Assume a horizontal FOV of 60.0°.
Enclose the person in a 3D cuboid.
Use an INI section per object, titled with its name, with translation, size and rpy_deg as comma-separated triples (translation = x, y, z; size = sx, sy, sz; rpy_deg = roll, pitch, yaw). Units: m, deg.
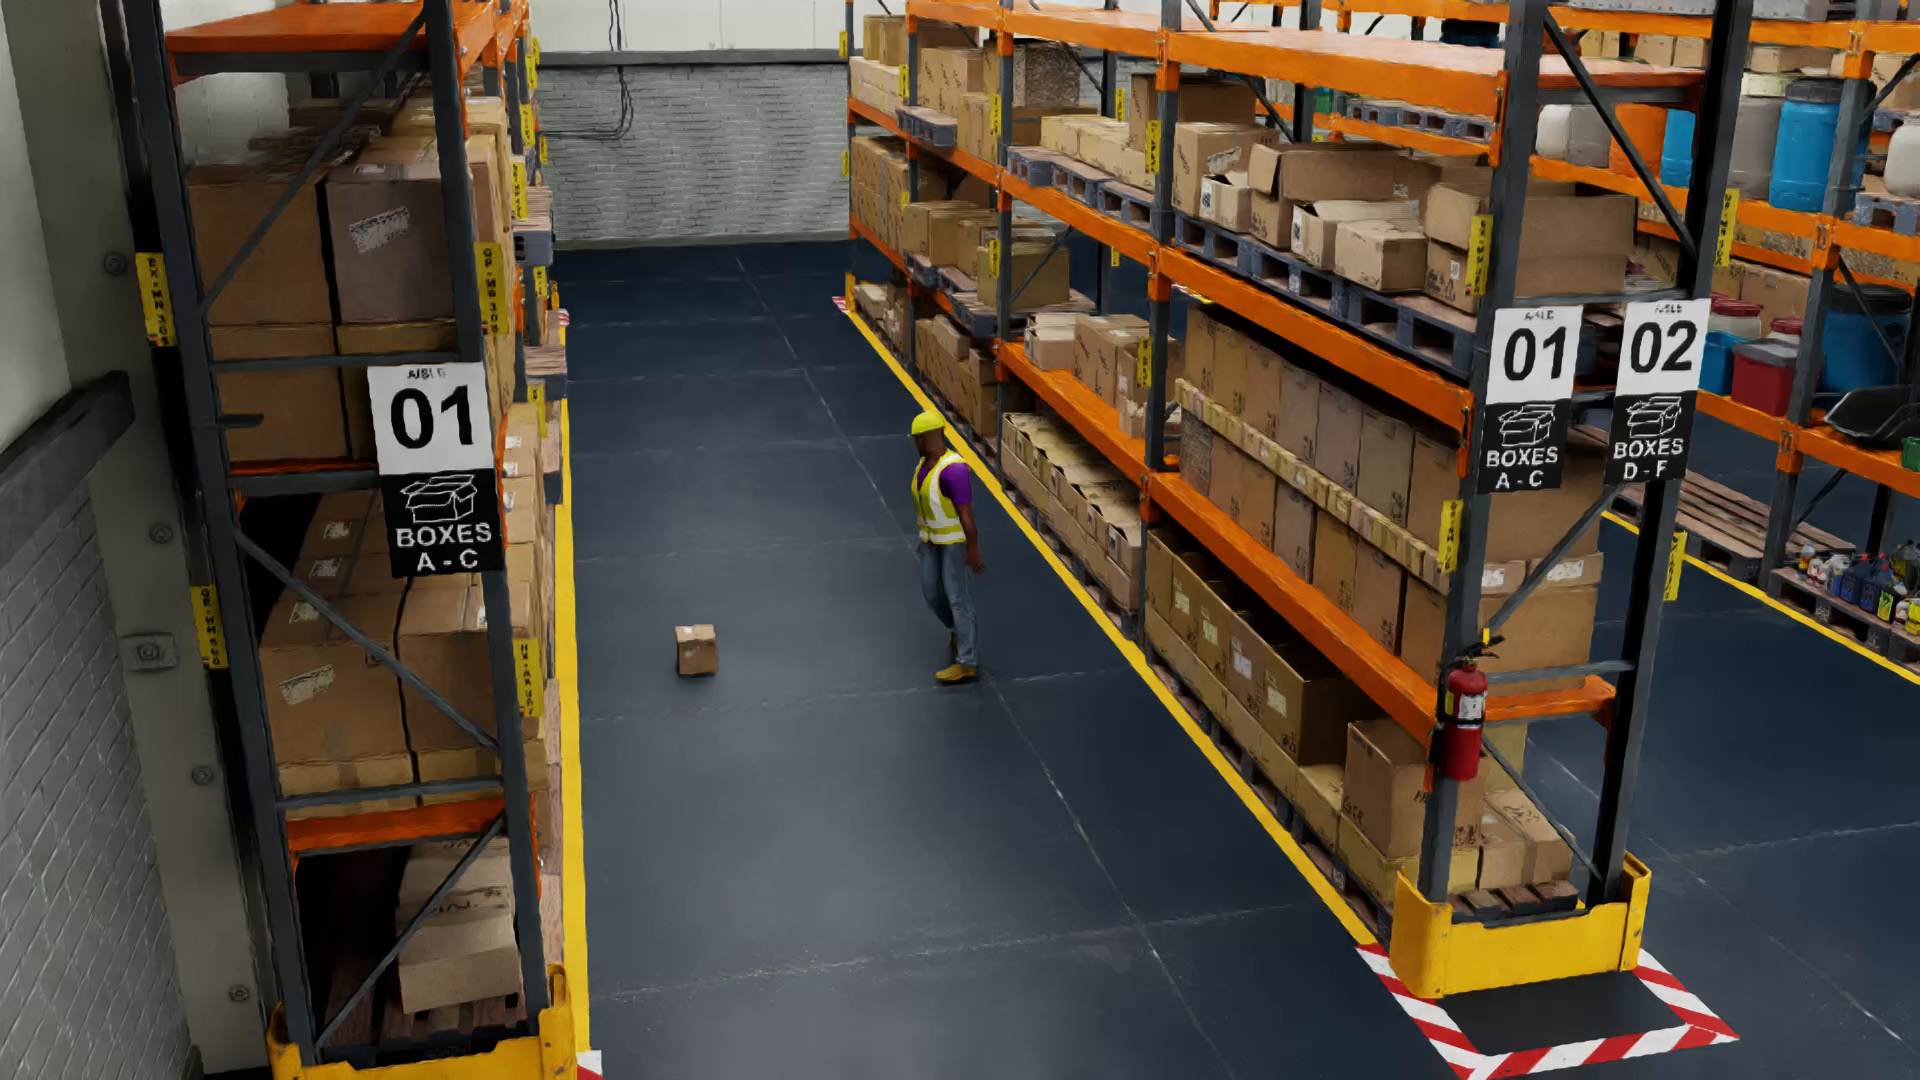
[person]
translation = -0.080, 0.008, 11.038
size = 0.623, 1.723, 0.687
rpy_deg = -17, 26, -40
